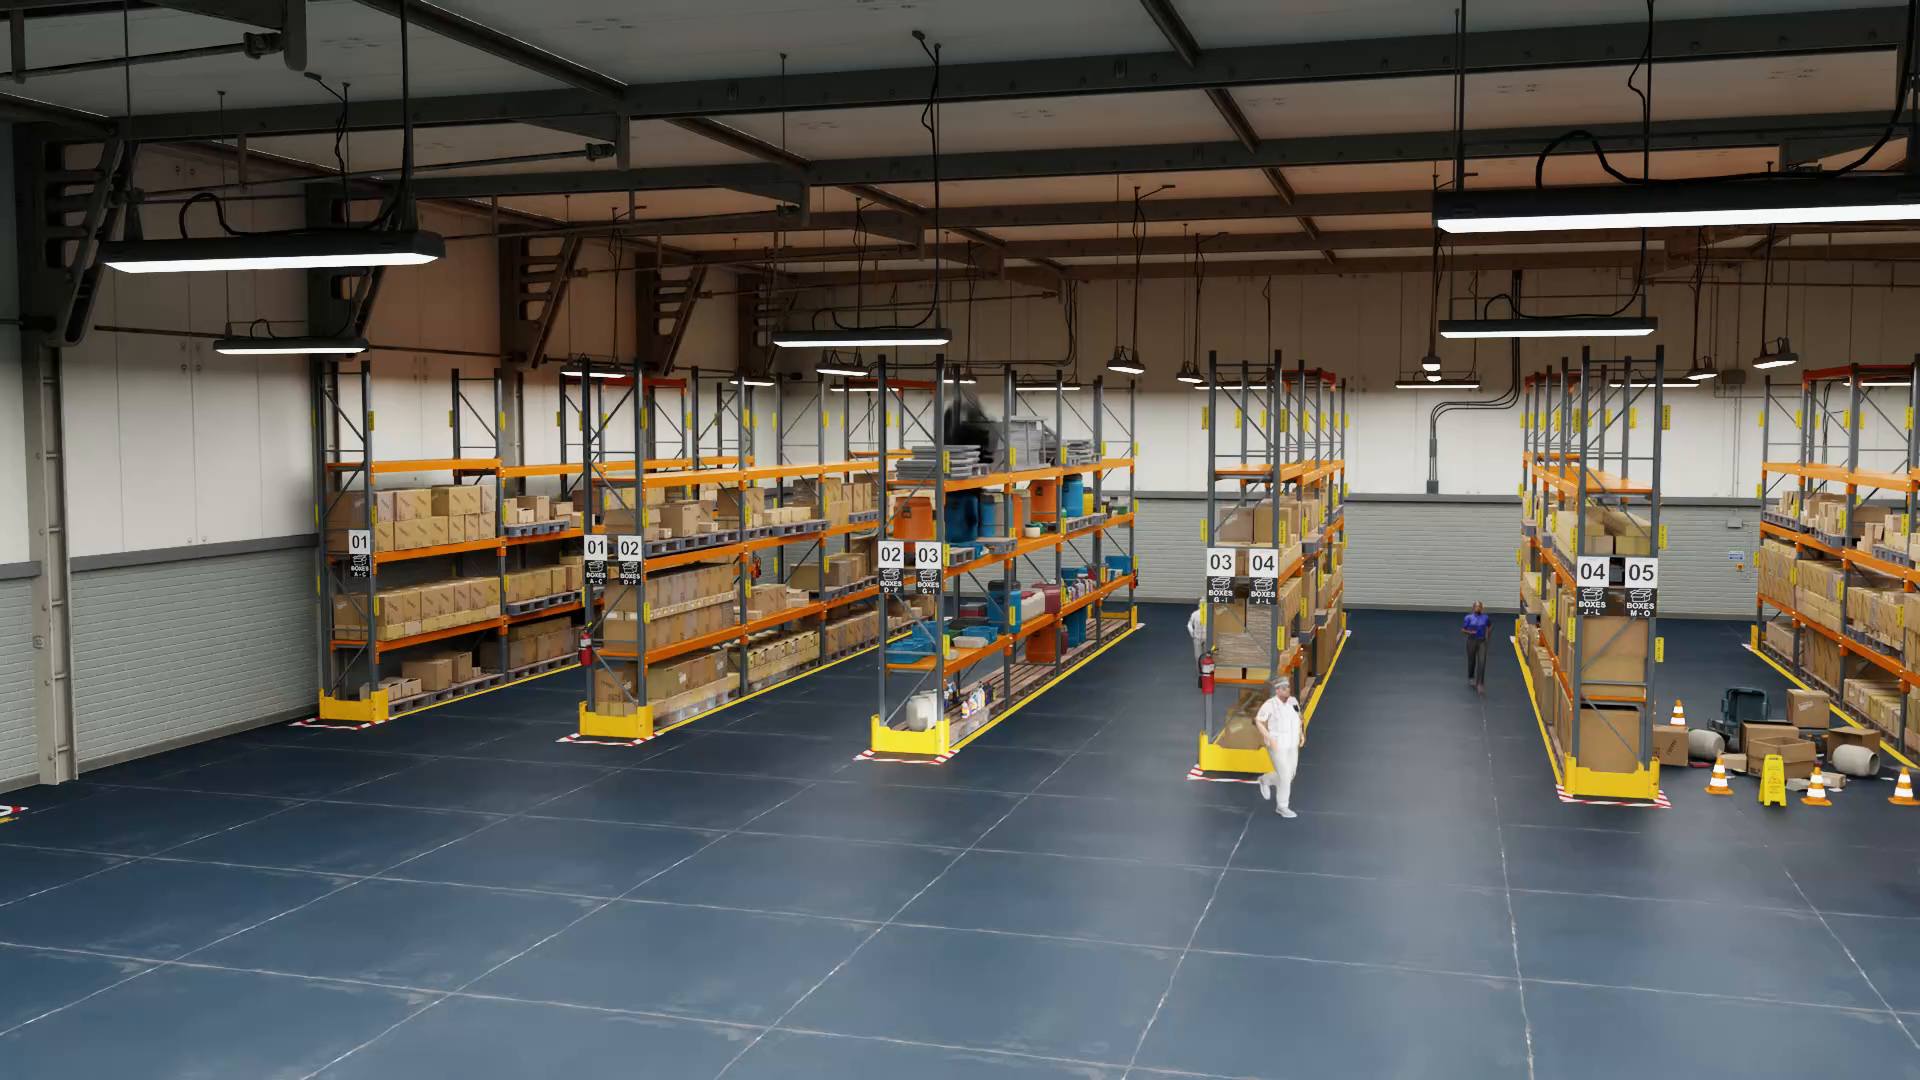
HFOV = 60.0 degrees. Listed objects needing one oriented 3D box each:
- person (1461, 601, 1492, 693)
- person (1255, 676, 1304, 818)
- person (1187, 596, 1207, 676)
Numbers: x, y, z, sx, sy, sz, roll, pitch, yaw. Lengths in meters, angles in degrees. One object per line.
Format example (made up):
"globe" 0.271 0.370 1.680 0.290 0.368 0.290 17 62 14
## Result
"person" 9.569 1.951 30.777 0.578 1.660 0.870 1 4 11
"person" 4.072 2.603 21.275 0.673 1.782 0.779 -2 5 -29
"person" 4.662 1.895 31.940 0.612 1.648 0.571 1 4 15
